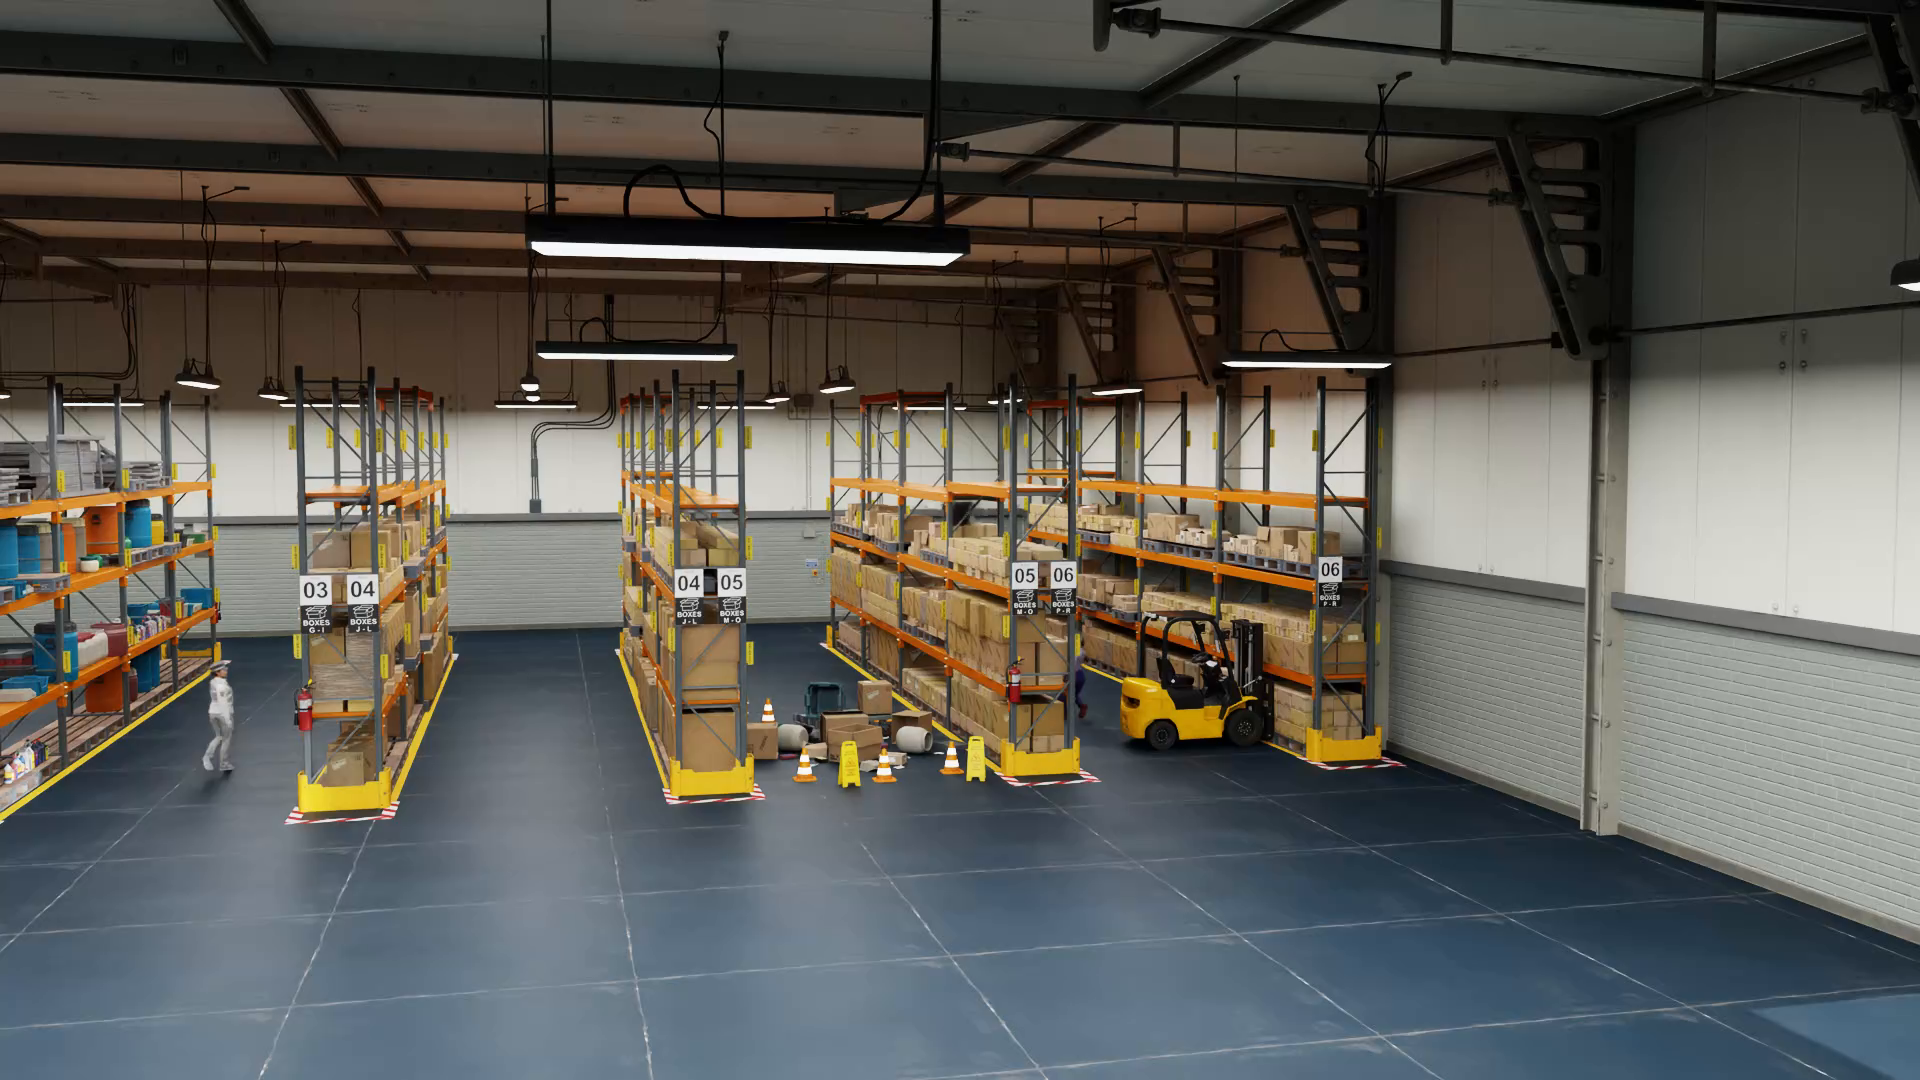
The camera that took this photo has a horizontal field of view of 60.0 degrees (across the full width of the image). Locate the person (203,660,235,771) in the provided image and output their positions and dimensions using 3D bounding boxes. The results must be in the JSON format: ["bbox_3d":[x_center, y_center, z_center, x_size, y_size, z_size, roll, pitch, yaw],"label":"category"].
[{"bbox_3d":[-11.166,2.652,25.065,0.462,1.681,0.505,1,4,20],"label":"person"}]

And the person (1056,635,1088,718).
[{"bbox_3d":[1.973,2.467,29.865,0.564,1.523,0.743,-3,4,-40],"label":"person"}]
